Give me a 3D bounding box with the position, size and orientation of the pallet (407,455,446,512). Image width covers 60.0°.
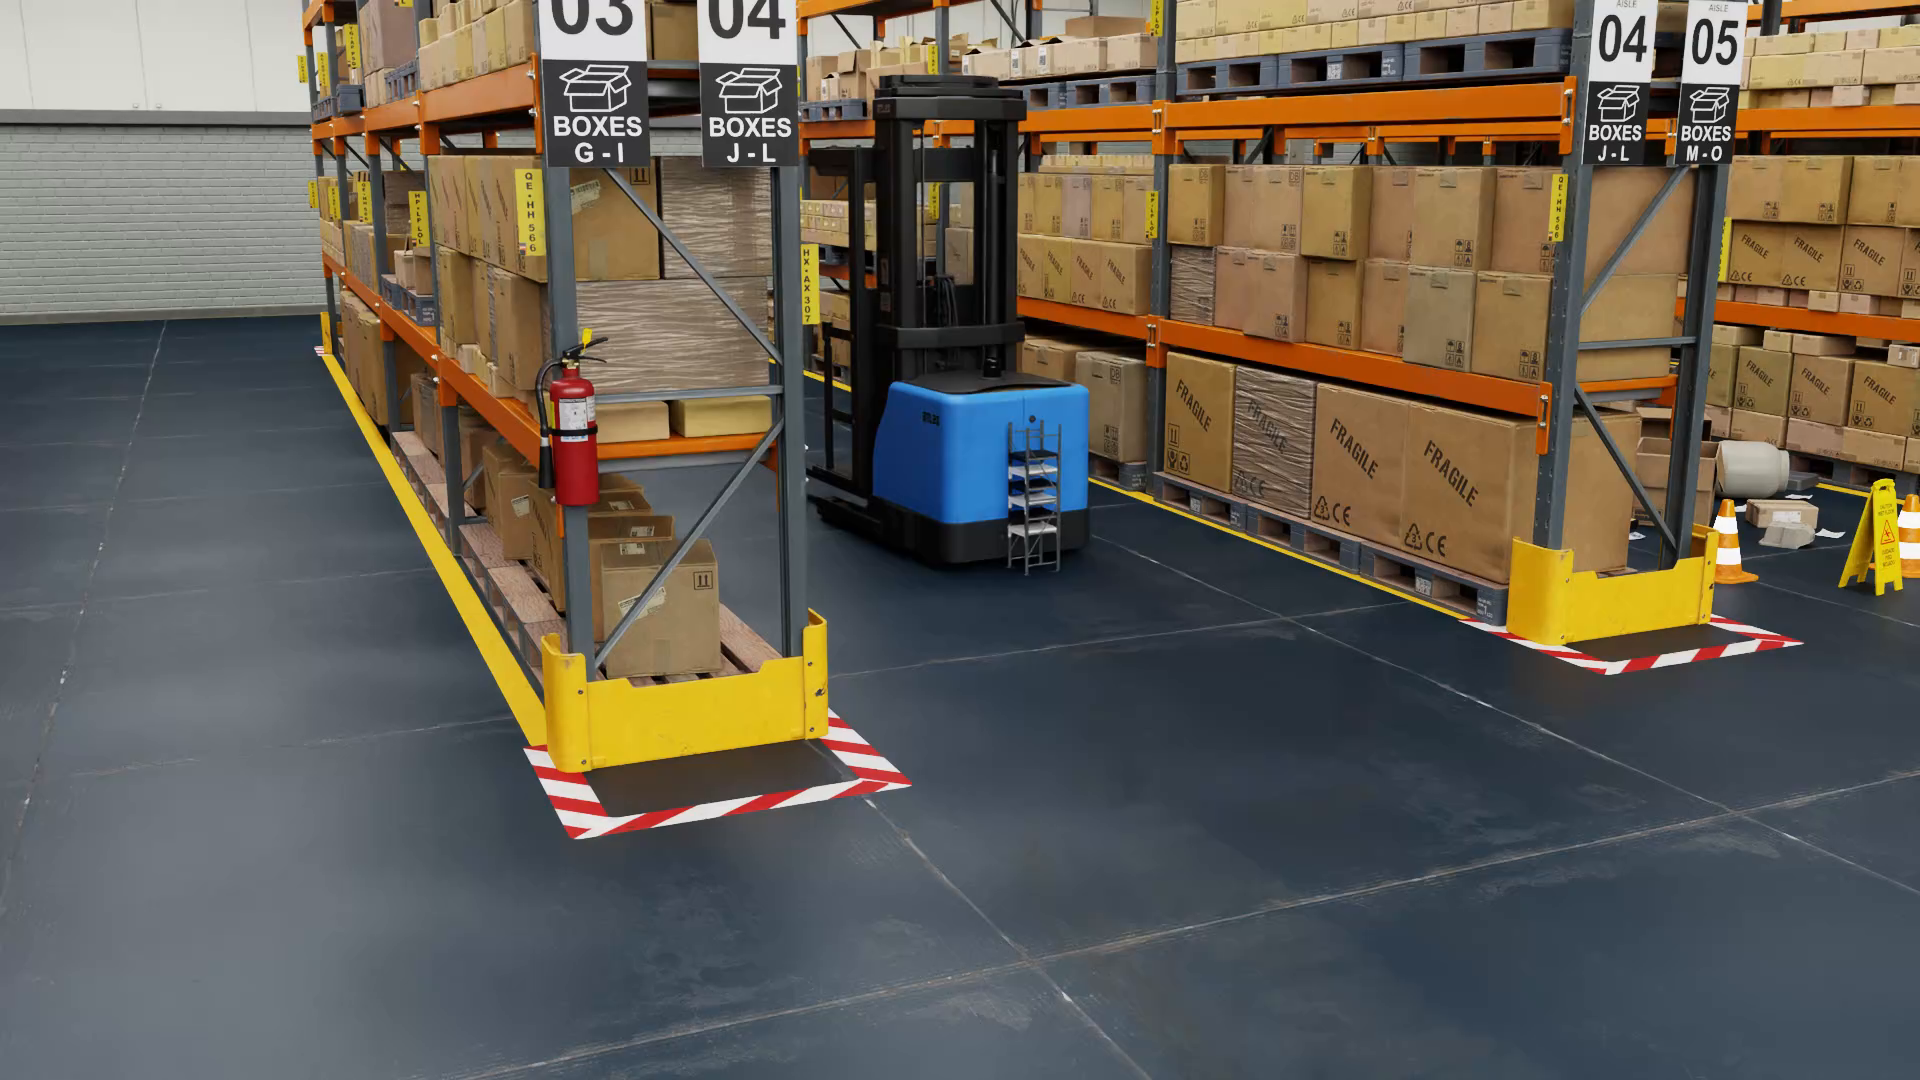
[{"bbox_3d":[-3.533,-0.462,12.397,1.003,0.211,1.213,-6,14,-23],"label":"pallet"}]

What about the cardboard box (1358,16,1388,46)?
[{"bbox_3d":[2.508,-2.901,9.503,0.380,0.149,0.250,-6,14,-23],"label":"cardboard box"}]

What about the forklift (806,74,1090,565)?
[{"bbox_3d":[-0.329,-1.566,11.137,1.130,2.935,3.031,-7,15,-27],"label":"forklift"}]

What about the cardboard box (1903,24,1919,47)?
[{"bbox_3d":[6.904,-3.560,11.737,0.380,0.149,0.250,-5,14,-22],"label":"cardboard box"}]

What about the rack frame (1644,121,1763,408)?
[{"bbox_3d":[6.353,-2.302,14.165,1.000,3.000,0.127,-6,14,-23],"label":"rack frame"}]

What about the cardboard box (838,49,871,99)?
[{"bbox_3d":[-0.849,-4.872,17.457,0.797,0.503,0.637,-6,14,-24],"label":"cardboard box"}]

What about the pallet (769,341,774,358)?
[{"bbox_3d":[-2.141,-2.517,21.275,1.003,0.211,1.213,-6,14,-23],"label":"pallet"}]

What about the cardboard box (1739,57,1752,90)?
[{"bbox_3d":[6.278,-3.720,13.311,0.500,0.250,0.500,-6,14,-24],"label":"cardboard box"}]

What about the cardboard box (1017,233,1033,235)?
[{"bbox_3d":[0.596,-2.383,14.293,0.500,0.500,0.500,-6,14,-23],"label":"cardboard box"}]

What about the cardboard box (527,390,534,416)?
[{"bbox_3d":[-1.761,-0.650,7.585,0.380,0.149,0.250,-6,14,-23],"label":"cardboard box"}]

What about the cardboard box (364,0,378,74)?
[{"bbox_3d":[-4.177,-3.762,12.488,0.500,0.500,0.500,-6,14,-23],"label":"cardboard box"}]

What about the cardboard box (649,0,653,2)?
[{"bbox_3d":[-1.253,-2.344,7.143,0.380,0.149,0.250,-6,14,-24],"label":"cardboard box"}]

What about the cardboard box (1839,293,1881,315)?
[{"bbox_3d":[6.815,-1.771,12.427,0.380,0.149,0.250,-6,14,-23],"label":"cardboard box"}]

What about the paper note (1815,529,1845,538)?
[{"bbox_3d":[5.752,-0.045,10.996,0.148,0.019,0.142,-12,18,-42],"label":"paper note"}]

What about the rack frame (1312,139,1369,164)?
[{"bbox_3d":[6.092,-5.231,26.817,1.000,3.000,0.127,-6,14,-23],"label":"rack frame"}]

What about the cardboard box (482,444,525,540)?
[{"bbox_3d":[-2.604,-0.308,10.159,0.500,0.500,0.500,-6,14,-25],"label":"cardboard box"}]

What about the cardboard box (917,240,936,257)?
[{"bbox_3d":[-0.364,-2.803,15.956,0.380,0.149,0.250,-5,14,-22],"label":"cardboard box"}]

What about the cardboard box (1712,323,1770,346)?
[{"bbox_3d":[6.337,-1.671,13.503,0.380,0.149,0.250,-5,14,-22],"label":"cardboard box"}]

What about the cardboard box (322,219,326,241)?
[{"bbox_3d":[-7.375,-3.728,19.998,0.500,0.250,0.500,-6,14,-24],"label":"cardboard box"}]

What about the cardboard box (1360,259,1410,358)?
[{"bbox_3d":[2.920,-1.392,9.900,0.875,0.550,0.550,-6,14,-23],"label":"cardboard box"}]

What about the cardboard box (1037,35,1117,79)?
[{"bbox_3d":[0.954,-3.848,13.235,0.500,0.311,0.500,-6,14,-25],"label":"cardboard box"}]

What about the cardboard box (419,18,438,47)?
[{"bbox_3d":[-2.880,-2.895,9.521,0.380,0.149,0.250,-6,14,-25],"label":"cardboard box"}]

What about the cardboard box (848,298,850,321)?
[{"bbox_3d":[-0.877,-2.447,17.740,0.500,0.250,0.500,-5,14,-21],"label":"cardboard box"}]

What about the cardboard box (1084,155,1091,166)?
[{"bbox_3d":[1.940,-5.266,23.091,0.380,0.149,0.250,-5,14,-22],"label":"cardboard box"}]

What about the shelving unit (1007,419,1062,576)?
[{"bbox_3d":[0.446,-0.254,9.973,0.258,0.900,0.210,-7,15,-27],"label":"shelving unit"}]

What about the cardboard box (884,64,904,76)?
[{"bbox_3d":[-0.419,-4.368,16.216,0.500,0.500,0.500,-6,14,-23],"label":"cardboard box"}]

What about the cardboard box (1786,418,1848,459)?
[{"bbox_3d":[6.781,-0.802,12.851,0.500,0.250,0.500,-6,14,-24],"label":"cardboard box"}]

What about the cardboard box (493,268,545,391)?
[{"bbox_3d":[-1.631,-0.983,7.583,0.875,0.500,0.500,-6,14,-23],"label":"cardboard box"}]

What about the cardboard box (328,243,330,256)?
[{"bbox_3d":[-7.177,-3.395,19.445,0.380,0.149,0.250,-6,14,-24],"label":"cardboard box"}]

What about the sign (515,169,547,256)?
[{"bbox_3d":[-1.642,-1.253,6.362,0.100,0.325,0.005,-6,14,-23],"label":"sign"}]

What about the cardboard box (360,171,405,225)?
[{"bbox_3d":[-5.404,-3.323,16.130,0.797,0.503,0.637,-5,14,-22],"label":"cardboard box"}]

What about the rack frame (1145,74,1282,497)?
[{"bbox_3d":[1.858,-1.834,12.143,1.000,3.000,0.127,-6,14,-23],"label":"rack frame"}]

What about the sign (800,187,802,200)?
[{"bbox_3d":[-1.841,-3.858,18.968,0.100,0.325,0.005,-6,14,-23],"label":"sign"}]

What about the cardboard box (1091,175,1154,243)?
[{"bbox_3d":[1.445,-2.578,12.918,0.700,0.500,0.500,-6,14,-24],"label":"cardboard box"}]

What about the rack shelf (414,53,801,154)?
[{"bbox_3d":[-1.926,-2.105,8.255,1.077,0.370,4.000,-6,14,-23],"label":"rack shelf"}]

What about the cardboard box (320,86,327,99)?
[{"bbox_3d":[-7.162,-5.420,19.609,0.700,0.500,0.500,-6,14,-25],"label":"cardboard box"}]

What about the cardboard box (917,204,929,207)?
[{"bbox_3d":[-0.280,-3.417,17.288,0.380,0.149,0.250,-5,14,-21],"label":"cardboard box"}]

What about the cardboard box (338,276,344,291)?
[{"bbox_3d":[-7.205,-2.931,20.662,0.875,0.875,0.875,-6,14,-23],"label":"cardboard box"}]

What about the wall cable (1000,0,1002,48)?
[{"bbox_3d":[-0.301,-8.921,29.459,2.355,3.000,0.029,-6,14,-23],"label":"wall cable"}]

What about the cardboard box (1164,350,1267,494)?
[{"bbox_3d":[2.045,-0.868,11.747,0.875,0.875,0.875,-5,14,-22],"label":"cardboard box"}]

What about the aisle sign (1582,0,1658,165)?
[{"bbox_3d":[3.213,-2.233,8.099,0.394,0.787,0.004,-6,14,-23],"label":"aisle sign"}]

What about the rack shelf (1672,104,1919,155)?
[{"bbox_3d":[7.154,-3.000,12.123,1.077,0.370,4.000,-6,14,-23],"label":"rack shelf"}]

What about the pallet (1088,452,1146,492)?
[{"bbox_3d":[1.479,-0.628,13.117,1.003,0.211,1.213,-6,14,-23],"label":"pallet"}]

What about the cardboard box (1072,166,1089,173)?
[{"bbox_3d":[1.904,-4.981,23.298,0.500,0.500,0.500,-6,14,-23],"label":"cardboard box"}]

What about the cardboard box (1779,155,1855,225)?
[{"bbox_3d":[6.691,-2.659,12.607,0.700,0.500,0.500,-6,14,-24],"label":"cardboard box"}]

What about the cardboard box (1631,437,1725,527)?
[{"bbox_3d":[4.932,-0.394,11.456,0.637,0.503,0.797,6,14,26],"label":"cardboard box"}]

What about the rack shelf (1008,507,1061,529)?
[{"bbox_3d":[0.446,-0.134,10.001,0.258,0.077,0.200,-7,15,-27],"label":"rack shelf"}]

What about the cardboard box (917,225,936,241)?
[{"bbox_3d":[-0.360,-2.949,15.924,0.380,0.149,0.250,-5,14,-22],"label":"cardboard box"}]

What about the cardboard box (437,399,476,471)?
[{"bbox_3d":[-3.352,-0.748,12.019,0.700,0.500,0.500,-7,15,-28],"label":"cardboard box"}]

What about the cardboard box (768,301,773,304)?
[{"bbox_3d":[-2.318,-2.905,20.843,0.380,0.149,0.250,-6,14,-25],"label":"cardboard box"}]

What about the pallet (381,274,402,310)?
[{"bbox_3d":[-3.947,-2.003,13.295,1.213,0.211,1.003,-6,14,-23],"label":"pallet"}]

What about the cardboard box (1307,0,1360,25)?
[{"bbox_3d":[2.406,-3.182,9.832,0.500,0.250,0.500,-5,14,-22],"label":"cardboard box"}]

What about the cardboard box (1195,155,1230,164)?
[{"bbox_3d":[3.259,-4.896,21.492,0.380,0.149,0.250,-6,14,-24],"label":"cardboard box"}]

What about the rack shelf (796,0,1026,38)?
[{"bbox_3d":[-0.546,-5.451,16.949,1.077,0.370,4.000,-6,14,-23],"label":"rack shelf"}]
